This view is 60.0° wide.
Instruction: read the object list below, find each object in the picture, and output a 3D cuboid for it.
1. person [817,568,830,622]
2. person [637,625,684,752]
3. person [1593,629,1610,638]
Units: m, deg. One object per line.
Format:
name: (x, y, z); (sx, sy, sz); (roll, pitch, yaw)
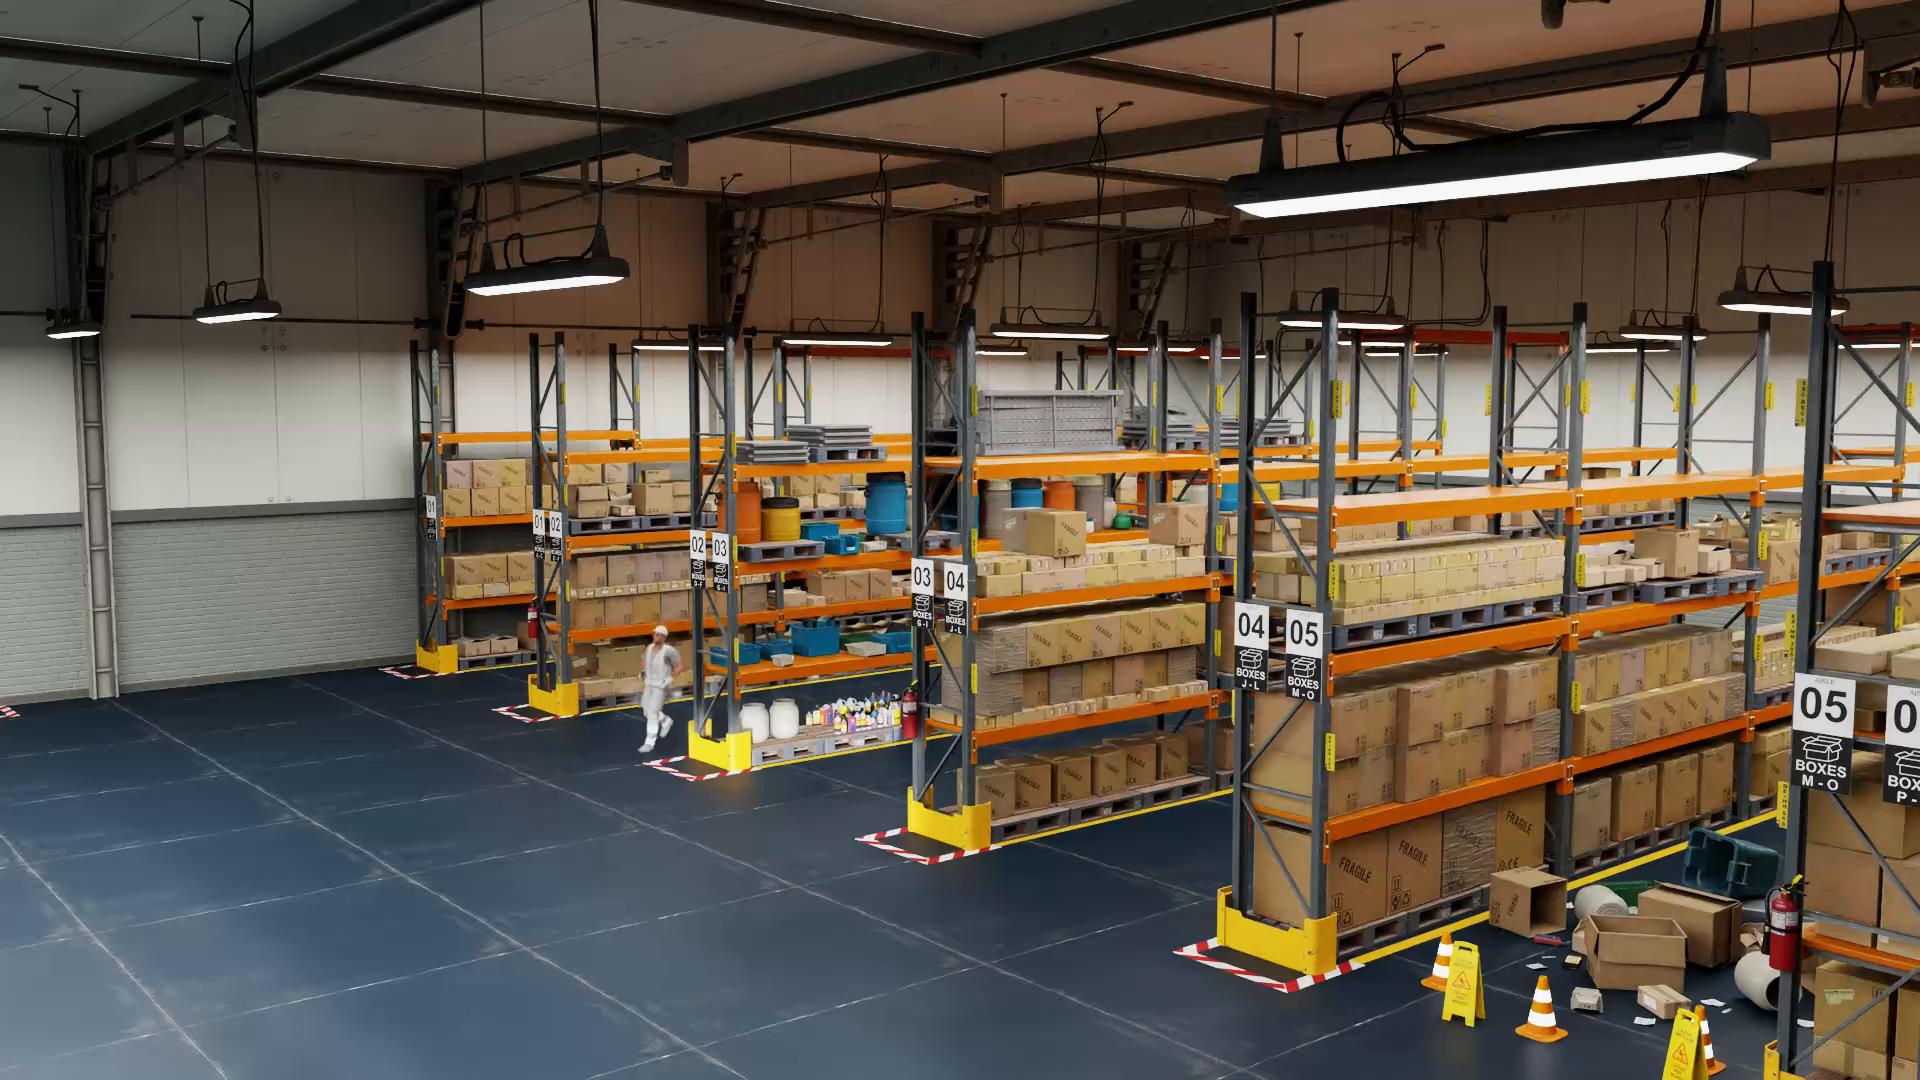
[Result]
person: (-2.586, 1.360, 32.235); (0.552, 1.664, 0.913); (5, 7, 42)
person: (-4.286, 2.107, 23.742); (0.680, 1.794, 0.794); (3, 6, 31)
person: (8.939, 2.148, 23.217); (0.769, 1.832, 0.651); (-5, 7, -44)
